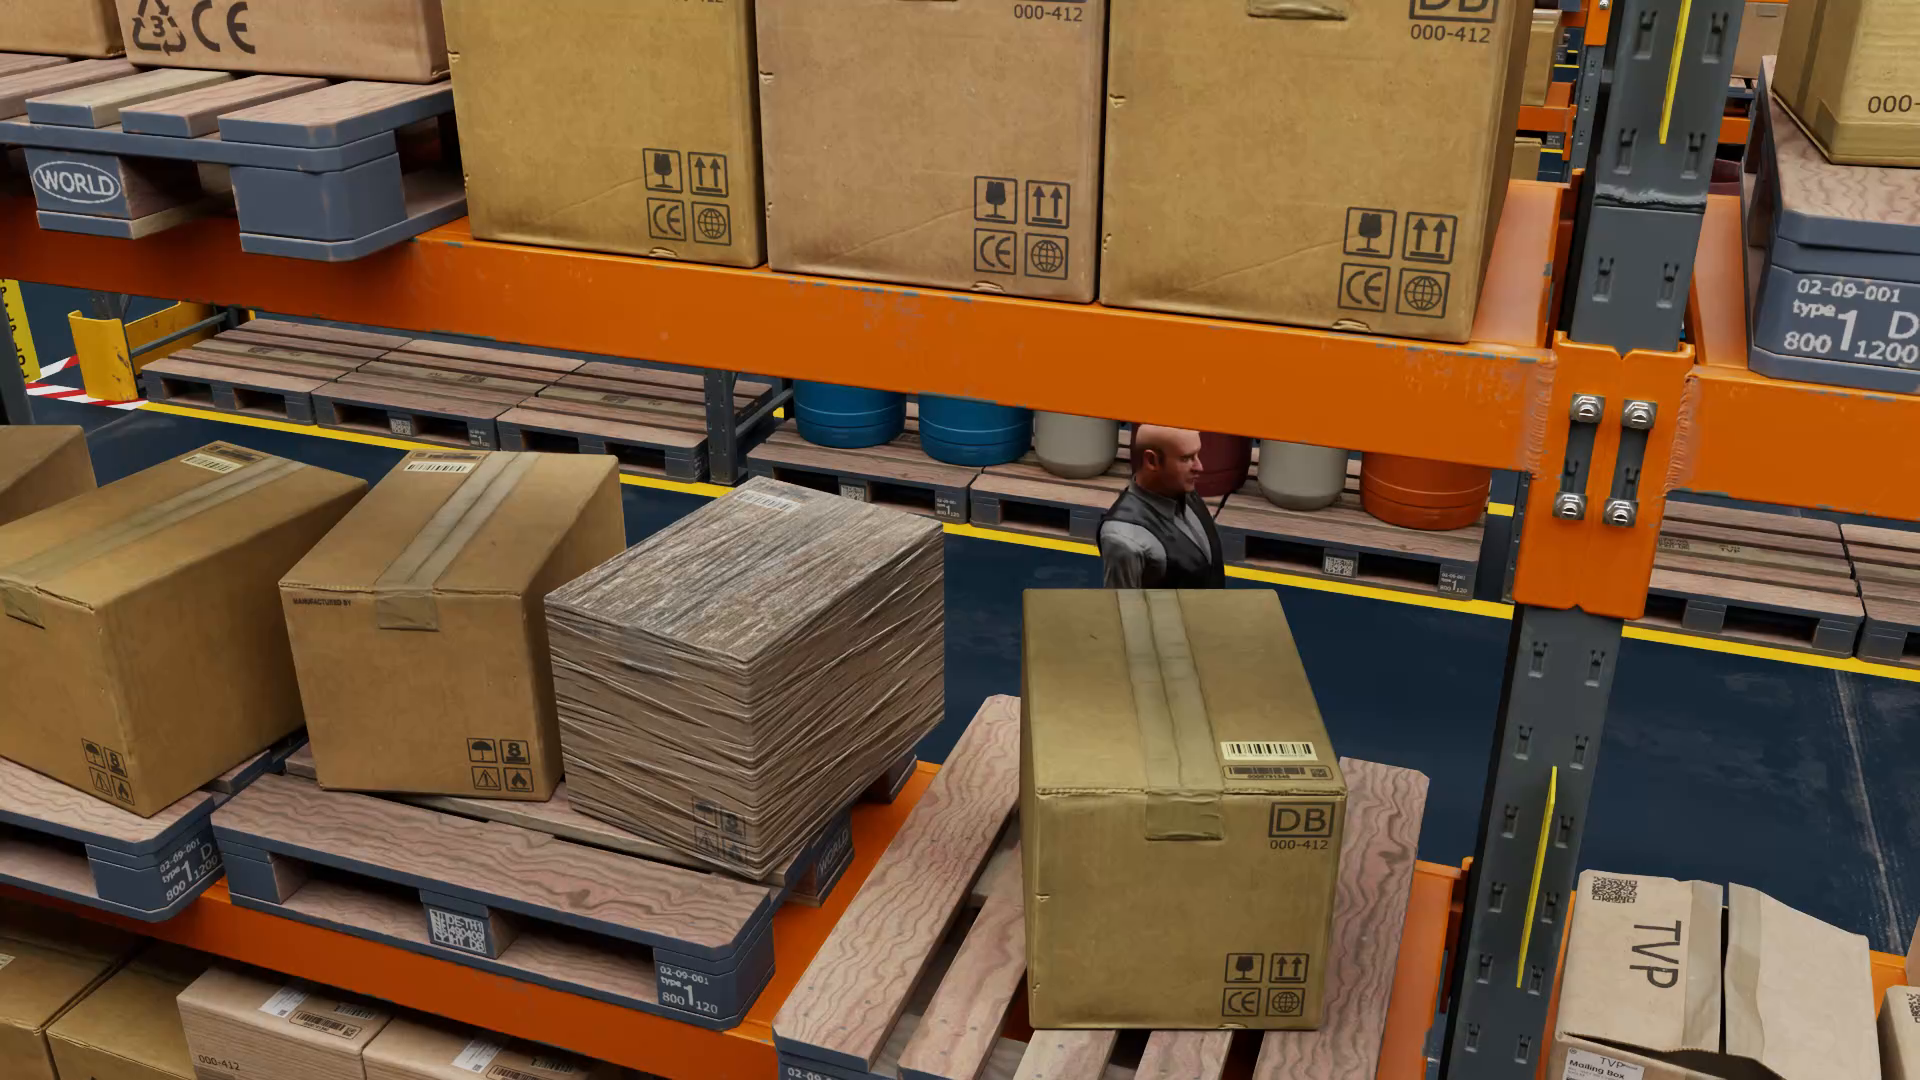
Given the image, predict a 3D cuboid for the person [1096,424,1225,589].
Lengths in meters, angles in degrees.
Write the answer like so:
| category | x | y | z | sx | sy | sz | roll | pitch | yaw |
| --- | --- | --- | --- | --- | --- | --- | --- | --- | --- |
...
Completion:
| category | x | y | z | sx | sy | sz | roll | pitch | yaw |
| --- | --- | --- | --- | --- | --- | --- | --- | --- | --- |
| person | 0.637 | 0.422 | 5.252 | 0.523 | 1.736 | 0.555 | 14 | 29 | 26 |
